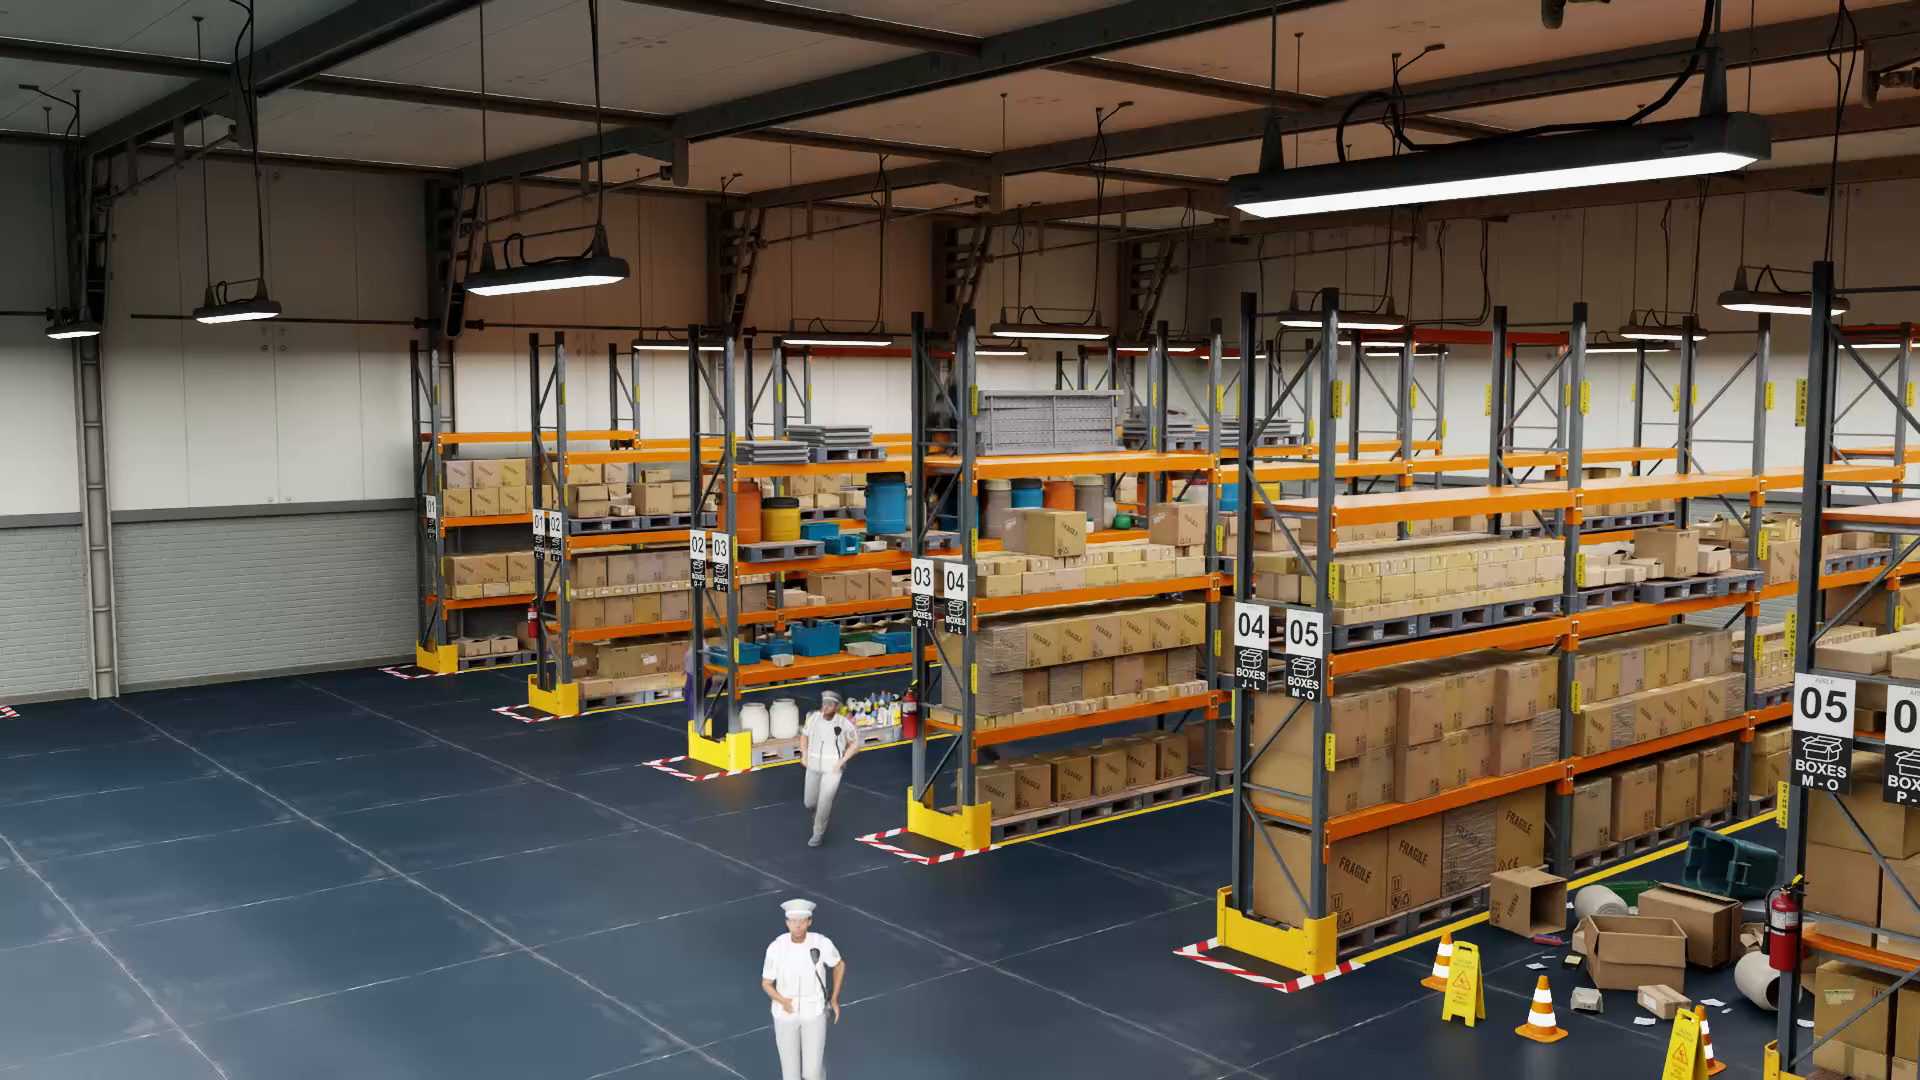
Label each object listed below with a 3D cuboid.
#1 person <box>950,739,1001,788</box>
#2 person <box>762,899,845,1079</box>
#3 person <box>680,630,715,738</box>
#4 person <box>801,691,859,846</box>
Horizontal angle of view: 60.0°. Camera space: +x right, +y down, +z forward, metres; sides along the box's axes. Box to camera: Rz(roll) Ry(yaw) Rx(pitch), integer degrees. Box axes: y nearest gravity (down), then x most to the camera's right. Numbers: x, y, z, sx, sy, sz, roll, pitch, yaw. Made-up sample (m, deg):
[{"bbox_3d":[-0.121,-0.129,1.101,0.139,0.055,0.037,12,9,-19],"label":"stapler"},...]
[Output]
[{"bbox_3d":[0.252,2.350,21.548,0.812,1.693,0.575,-4,7,-39],"label":"person"},{"bbox_3d":[-1.097,3.278,11.414,0.530,1.662,0.587,0,5,0],"label":"person"},{"bbox_3d":[-3.835,2.140,24.647,0.618,1.555,0.614,5,7,41],"label":"person"},{"bbox_3d":[-1.485,2.560,18.944,0.683,1.754,0.675,1,5,13],"label":"person"}]
